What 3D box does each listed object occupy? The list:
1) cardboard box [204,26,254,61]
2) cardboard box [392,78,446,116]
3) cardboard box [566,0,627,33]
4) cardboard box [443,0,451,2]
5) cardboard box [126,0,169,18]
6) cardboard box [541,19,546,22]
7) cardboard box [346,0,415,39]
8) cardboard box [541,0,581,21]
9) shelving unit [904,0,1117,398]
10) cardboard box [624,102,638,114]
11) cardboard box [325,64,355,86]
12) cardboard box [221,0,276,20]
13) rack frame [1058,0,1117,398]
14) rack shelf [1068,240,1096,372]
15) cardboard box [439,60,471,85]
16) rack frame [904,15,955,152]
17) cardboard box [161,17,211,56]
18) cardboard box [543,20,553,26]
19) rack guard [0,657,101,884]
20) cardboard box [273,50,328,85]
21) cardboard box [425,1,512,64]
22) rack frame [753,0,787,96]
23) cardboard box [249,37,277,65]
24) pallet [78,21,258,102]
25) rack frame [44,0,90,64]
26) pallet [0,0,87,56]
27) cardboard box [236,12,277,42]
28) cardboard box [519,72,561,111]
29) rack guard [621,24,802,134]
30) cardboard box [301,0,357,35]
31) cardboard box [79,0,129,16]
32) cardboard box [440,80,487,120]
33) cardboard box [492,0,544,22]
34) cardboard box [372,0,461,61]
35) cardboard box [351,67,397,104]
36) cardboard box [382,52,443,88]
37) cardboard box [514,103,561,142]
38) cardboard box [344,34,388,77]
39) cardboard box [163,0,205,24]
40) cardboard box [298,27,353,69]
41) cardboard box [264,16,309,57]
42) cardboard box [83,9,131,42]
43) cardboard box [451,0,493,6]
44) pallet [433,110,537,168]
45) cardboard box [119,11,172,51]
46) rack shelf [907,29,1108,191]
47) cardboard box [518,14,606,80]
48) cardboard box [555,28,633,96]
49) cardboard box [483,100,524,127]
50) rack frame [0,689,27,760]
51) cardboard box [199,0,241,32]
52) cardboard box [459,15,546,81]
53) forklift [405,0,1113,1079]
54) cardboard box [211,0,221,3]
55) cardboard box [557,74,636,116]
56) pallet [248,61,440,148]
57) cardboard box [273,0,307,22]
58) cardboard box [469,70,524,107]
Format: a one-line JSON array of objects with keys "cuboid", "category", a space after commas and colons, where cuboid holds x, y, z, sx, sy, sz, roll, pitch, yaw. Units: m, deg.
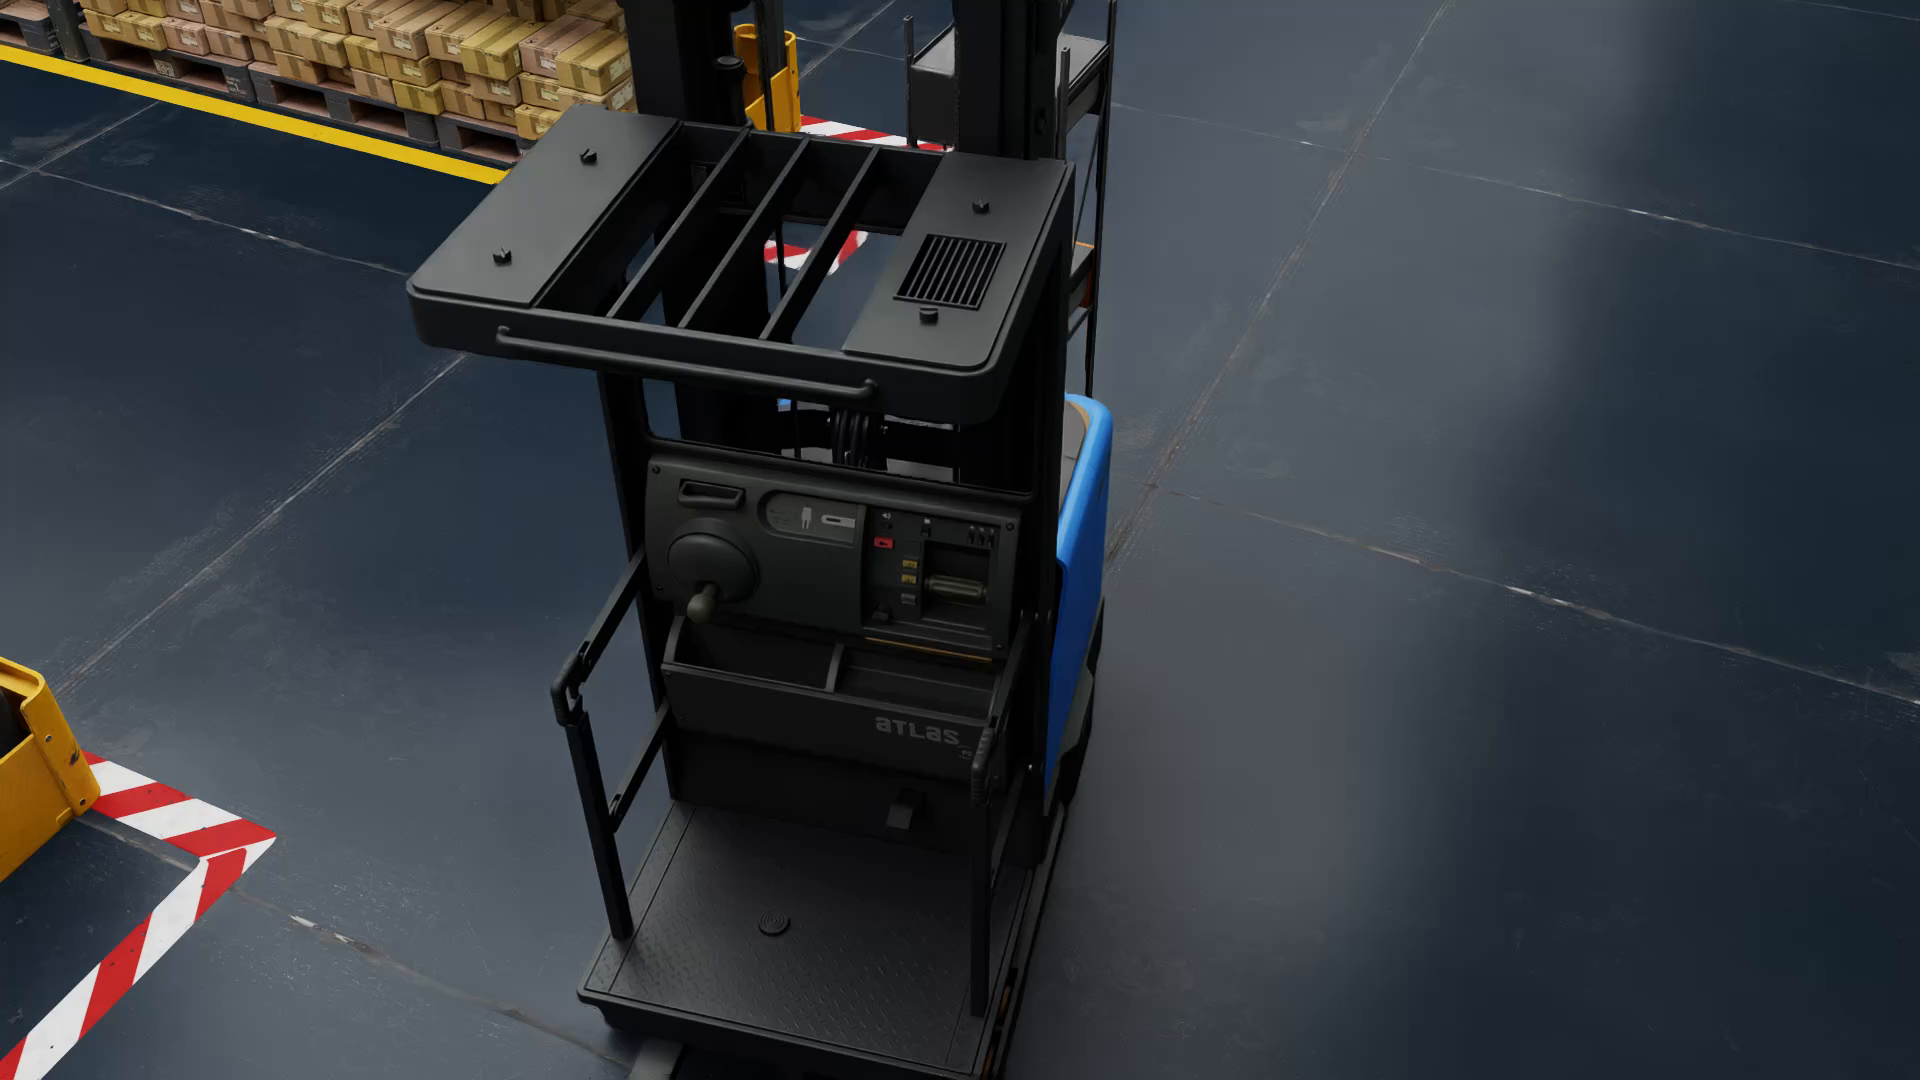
[{"cuboid": [-3.838, -2.754, 8.993, 0.250, 0.149, 0.380, 16, 43, 18], "category": "cardboard box"}, {"cuboid": [-2.678, -2.341, 8.517, 0.250, 0.149, 0.380, 15, 43, 17], "category": "cardboard box"}, {"cuboid": [-1.779, -2.666, 8.438, 0.250, 0.149, 0.380, 18, 44, 19], "category": "cardboard box"}, {"cuboid": [-2.679, -3.014, 8.839, 0.250, 0.149, 0.380, 18, 44, 19], "category": "cardboard box"}, {"cuboid": [-4.312, -3.003, 9.053, 0.250, 0.149, 0.380, 17, 44, 19], "category": "cardboard box"}, {"cuboid": [-2.183, -2.760, 8.773, 0.250, 0.149, 0.380, 18, 44, 20], "category": "cardboard box"}, {"cuboid": [-2.893, -2.700, 8.477, 0.250, 0.149, 0.380, 16, 43, 17], "category": "cardboard box"}, {"cuboid": [-1.953, -2.812, 8.606, 0.250, 0.149, 0.380, 17, 44, 19], "category": "cardboard box"}, {"cuboid": [0.150, -0.748, 5.509, 0.503, 2.100, 0.431, 17, 44, 19], "category": "shelving unit"}, {"cuboid": [-1.712, -2.112, 8.252, 0.250, 0.149, 0.380, 18, 44, 19], "category": "cardboard box"}, {"cuboid": [-3.115, -2.543, 8.750, 0.250, 0.149, 0.380, 18, 44, 20], "category": "cardboard box"}, {"cuboid": [-3.631, -2.874, 8.677, 0.250, 0.149, 0.380, 18, 44, 20], "category": "cardboard box"}, {"cuboid": [0.371, -0.680, 5.431, 0.015, 2.100, 0.400, 17, 44, 19], "category": "rack frame"}, {"cuboid": [0.150, -0.737, 5.518, 0.480, 0.518, 0.431, 17, 44, 19], "category": "rack shelf"}, {"cuboid": [-2.418, -2.457, 8.424, 0.250, 0.149, 0.380, 16, 44, 18], "category": "cardboard box"}, {"cuboid": [-0.071, -0.815, 5.587, 0.015, 2.100, 0.400, 17, 44, 19], "category": "rack frame"}, {"cuboid": [-4.089, -2.794, 9.039, 0.250, 0.149, 0.380, 17, 44, 18], "category": "cardboard box"}, {"cuboid": [-1.997, -2.624, 8.616, 0.250, 0.149, 0.380, 18, 44, 19], "category": "cardboard box"}, {"cuboid": [-3.127, 0.909, 4.820, 0.348, 0.500, 1.175, 17, 44, 19], "category": "rack guard"}, {"cuboid": [-3.385, -2.571, 8.782, 0.250, 0.149, 0.380, 16, 43, 17], "category": "cardboard box"}, {"cuboid": [-2.434, -2.520, 8.269, 0.250, 0.149, 0.380, 15, 43, 17], "category": "cardboard box"}, {"cuboid": [-1.147, -3.008, 7.431, 0.127, 3.000, 1.000, 17, 44, 19], "category": "rack frame"}, {"cuboid": [-3.580, -2.700, 8.931, 0.250, 0.149, 0.380, 15, 43, 17], "category": "cardboard box"}, {"cuboid": [-4.148, -2.897, 9.431, 1.213, 0.211, 1.003, 17, 44, 19], "category": "pallet"}, {"cuboid": [-4.772, -4.116, 8.708, 0.127, 3.000, 1.000, 17, 44, 19], "category": "rack frame"}, {"cuboid": [-5.478, -3.277, 9.870, 1.213, 0.211, 1.003, 17, 44, 19], "category": "pallet"}, {"cuboid": [-3.593, -2.790, 8.808, 0.250, 0.149, 0.380, 19, 44, 21], "category": "cardboard box"}, {"cuboid": [-1.960, -2.283, 8.223, 0.250, 0.149, 0.380, 16, 43, 18], "category": "cardboard box"}, {"cuboid": [-1.216, -2.085, 8.274, 0.348, 0.500, 1.175, 17, 44, 19], "category": "rack guard"}, {"cuboid": [-3.142, -2.756, 8.541, 0.250, 0.149, 0.380, 17, 44, 19], "category": "cardboard box"}, {"cuboid": [-4.579, -3.019, 9.072, 0.250, 0.149, 0.380, 19, 44, 21], "category": "cardboard box"}, {"cuboid": [-2.420, -2.308, 8.478, 0.250, 0.149, 0.380, 17, 44, 19], "category": "cardboard box"}, {"cuboid": [-2.213, -2.832, 8.628, 0.250, 0.149, 0.380, 15, 43, 17], "category": "cardboard box"}, {"cuboid": [-2.701, -2.561, 8.317, 0.250, 0.149, 0.380, 19, 44, 20], "category": "cardboard box"}, {"cuboid": [-2.917, -2.429, 8.618, 0.250, 0.149, 0.380, 18, 44, 19], "category": "cardboard box"}, {"cuboid": [-2.692, -2.457, 8.424, 0.250, 0.149, 0.380, 18, 44, 19], "category": "cardboard box"}, {"cuboid": [-1.988, -2.123, 8.265, 0.250, 0.149, 0.380, 18, 44, 20], "category": "cardboard box"}, {"cuboid": [-2.917, -2.539, 8.519, 0.250, 0.149, 0.380, 19, 44, 21], "category": "cardboard box"}, {"cuboid": [-4.076, -2.957, 9.000, 0.250, 0.149, 0.380, 17, 44, 18], "category": "cardboard box"}, {"cuboid": [-3.178, -2.599, 8.588, 0.250, 0.149, 0.380, 17, 44, 19], "category": "cardboard box"}, {"cuboid": [-3.391, -2.682, 8.684, 0.250, 0.149, 0.380, 17, 44, 18], "category": "cardboard box"}, {"cuboid": [-4.578, -2.906, 9.168, 0.250, 0.149, 0.380, 15, 43, 17], "category": "cardboard box"}, {"cuboid": [-2.460, -2.914, 8.723, 0.250, 0.149, 0.380, 19, 44, 20], "category": "cardboard box"}, {"cuboid": [-1.937, -2.222, 8.652, 1.213, 0.211, 1.003, 17, 44, 19], "category": "pallet"}, {"cuboid": [-4.337, -2.832, 9.083, 0.250, 0.149, 0.380, 18, 44, 20], "category": "cardboard box"}, {"cuboid": [0.150, -1.266, 5.060, 0.480, 0.518, 0.431, 17, 44, 19], "category": "rack shelf"}, {"cuboid": [-1.937, -2.414, 8.147, 0.250, 0.149, 0.380, 18, 44, 19], "category": "cardboard box"}, {"cuboid": [-1.734, -2.311, 8.027, 0.250, 0.149, 0.380, 17, 44, 19], "category": "cardboard box"}, {"cuboid": [-2.191, -2.247, 8.408, 0.250, 0.149, 0.380, 17, 44, 18], "category": "cardboard box"}, {"cuboid": [-3.148, -0.042, 4.008, 0.127, 3.000, 1.000, 17, 44, 19], "category": "rack frame"}, {"cuboid": [-3.832, -2.880, 8.912, 0.250, 0.149, 0.380, 15, 43, 16], "category": "cardboard box"}, {"cuboid": [-2.226, -2.411, 8.143, 0.250, 0.149, 0.380, 16, 43, 18], "category": "cardboard box"}, {"cuboid": [-0.367, 0.129, 3.863, 1.130, 2.935, 3.031, 9, 42, 10], "category": "forklift"}, {"cuboid": [-3.827, -2.993, 8.815, 0.250, 0.149, 0.380, 16, 43, 18], "category": "cardboard box"}, {"cuboid": [-1.746, -2.179, 8.102, 0.250, 0.149, 0.380, 16, 43, 18], "category": "cardboard box"}, {"cuboid": [-3.039, -2.560, 9.043, 1.213, 0.211, 1.003, 17, 44, 19], "category": "pallet"}, {"cuboid": [-3.349, -2.847, 8.647, 0.250, 0.149, 0.380, 15, 43, 17], "category": "cardboard box"}, {"cuboid": [-2.218, -2.322, 8.267, 0.250, 0.149, 0.380, 15, 43, 17], "category": "cardboard box"}]
